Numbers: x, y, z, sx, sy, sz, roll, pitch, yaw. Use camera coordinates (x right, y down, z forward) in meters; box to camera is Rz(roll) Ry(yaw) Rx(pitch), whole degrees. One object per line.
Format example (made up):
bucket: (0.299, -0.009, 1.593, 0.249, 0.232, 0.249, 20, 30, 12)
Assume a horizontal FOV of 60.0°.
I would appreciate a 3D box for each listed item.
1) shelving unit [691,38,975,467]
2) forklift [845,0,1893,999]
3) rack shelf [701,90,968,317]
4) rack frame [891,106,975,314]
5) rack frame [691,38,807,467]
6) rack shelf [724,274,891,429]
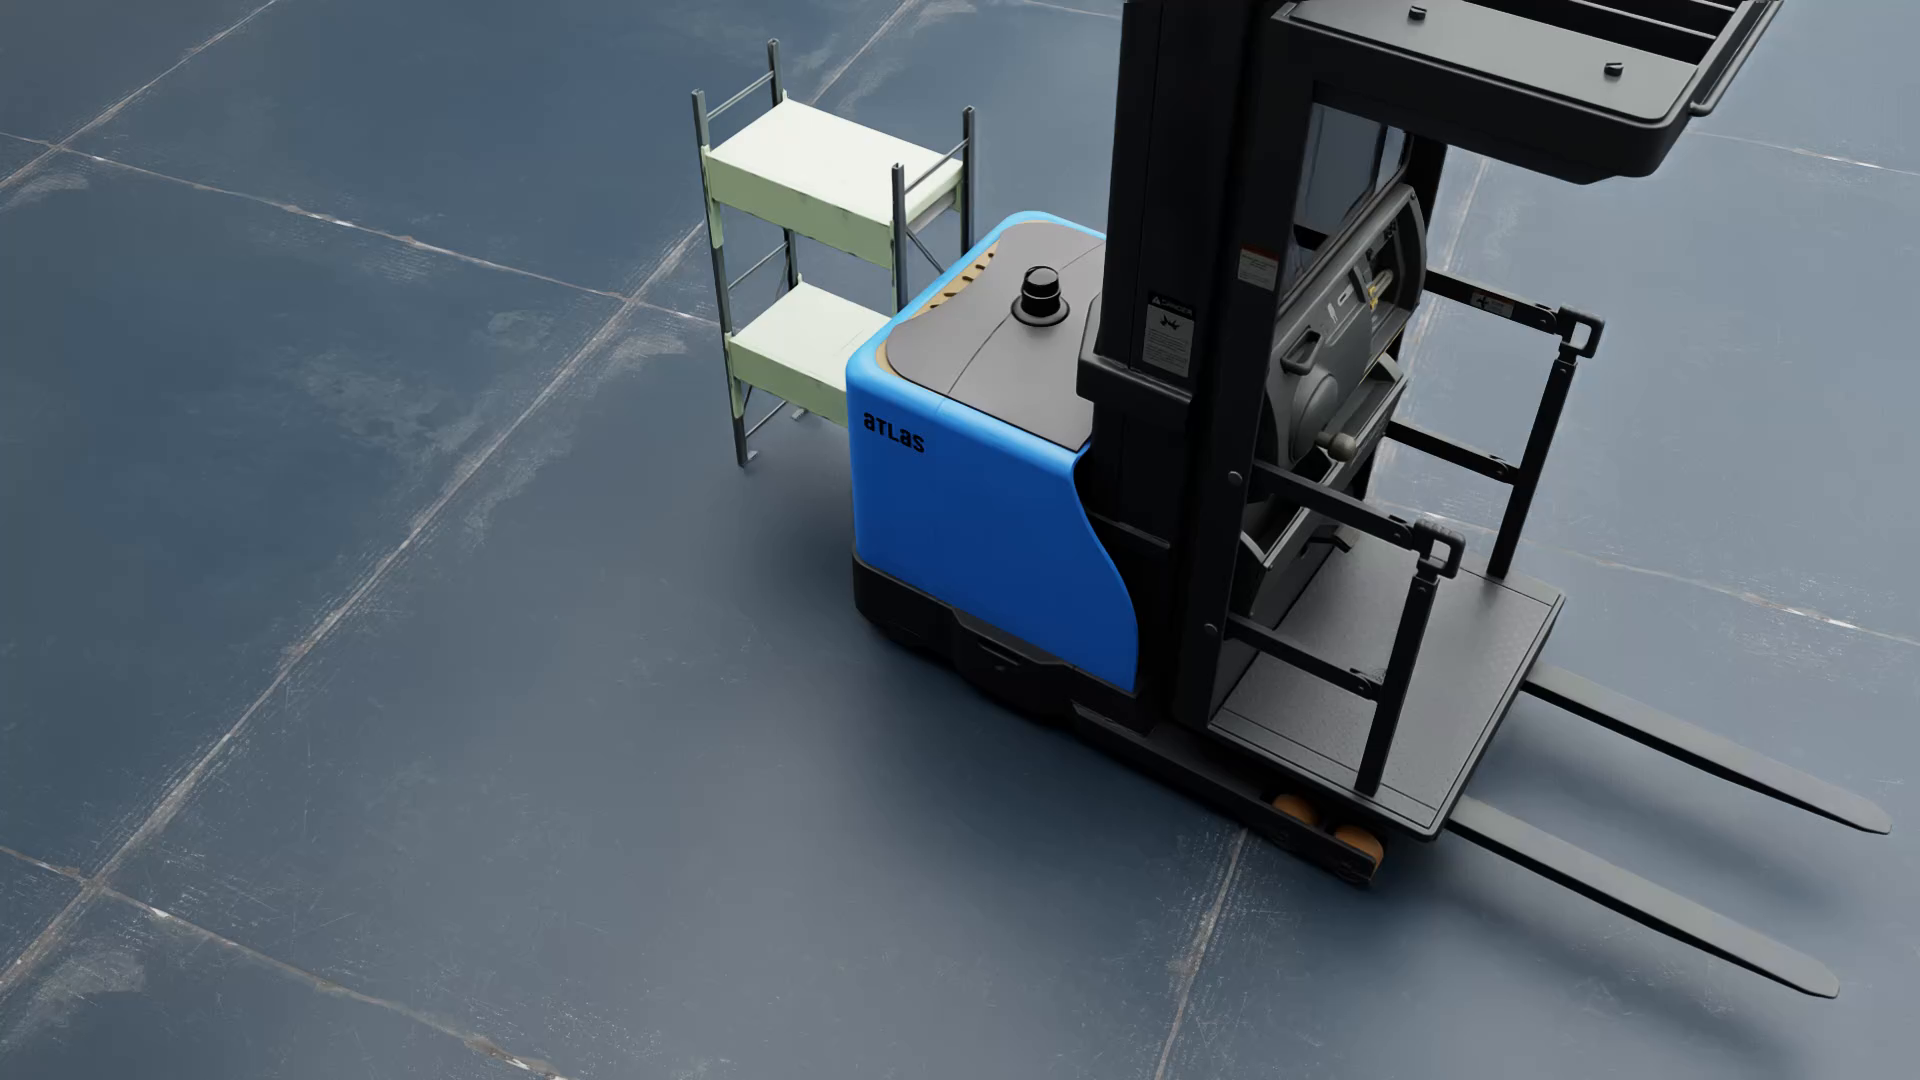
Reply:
shelving unit: (-0.380, -0.773, 5.464, 0.755, 1.500, 0.431, 25, 50, 23)
forklift: (1.164, -0.494, 4.168, 3.031, 2.935, 1.130, 25, 50, 23)
rack shelf: (-0.380, -1.050, 5.189, 0.720, 0.370, 0.431, 25, 50, 23)
rack frame: (-0.075, -0.630, 5.320, 0.023, 1.500, 0.400, 25, 50, 23)
rack frame: (-0.685, -0.916, 5.607, 0.023, 1.500, 0.400, 25, 50, 23)
rack shelf: (-0.380, -0.542, 5.694, 0.720, 0.370, 0.431, 25, 50, 23)
